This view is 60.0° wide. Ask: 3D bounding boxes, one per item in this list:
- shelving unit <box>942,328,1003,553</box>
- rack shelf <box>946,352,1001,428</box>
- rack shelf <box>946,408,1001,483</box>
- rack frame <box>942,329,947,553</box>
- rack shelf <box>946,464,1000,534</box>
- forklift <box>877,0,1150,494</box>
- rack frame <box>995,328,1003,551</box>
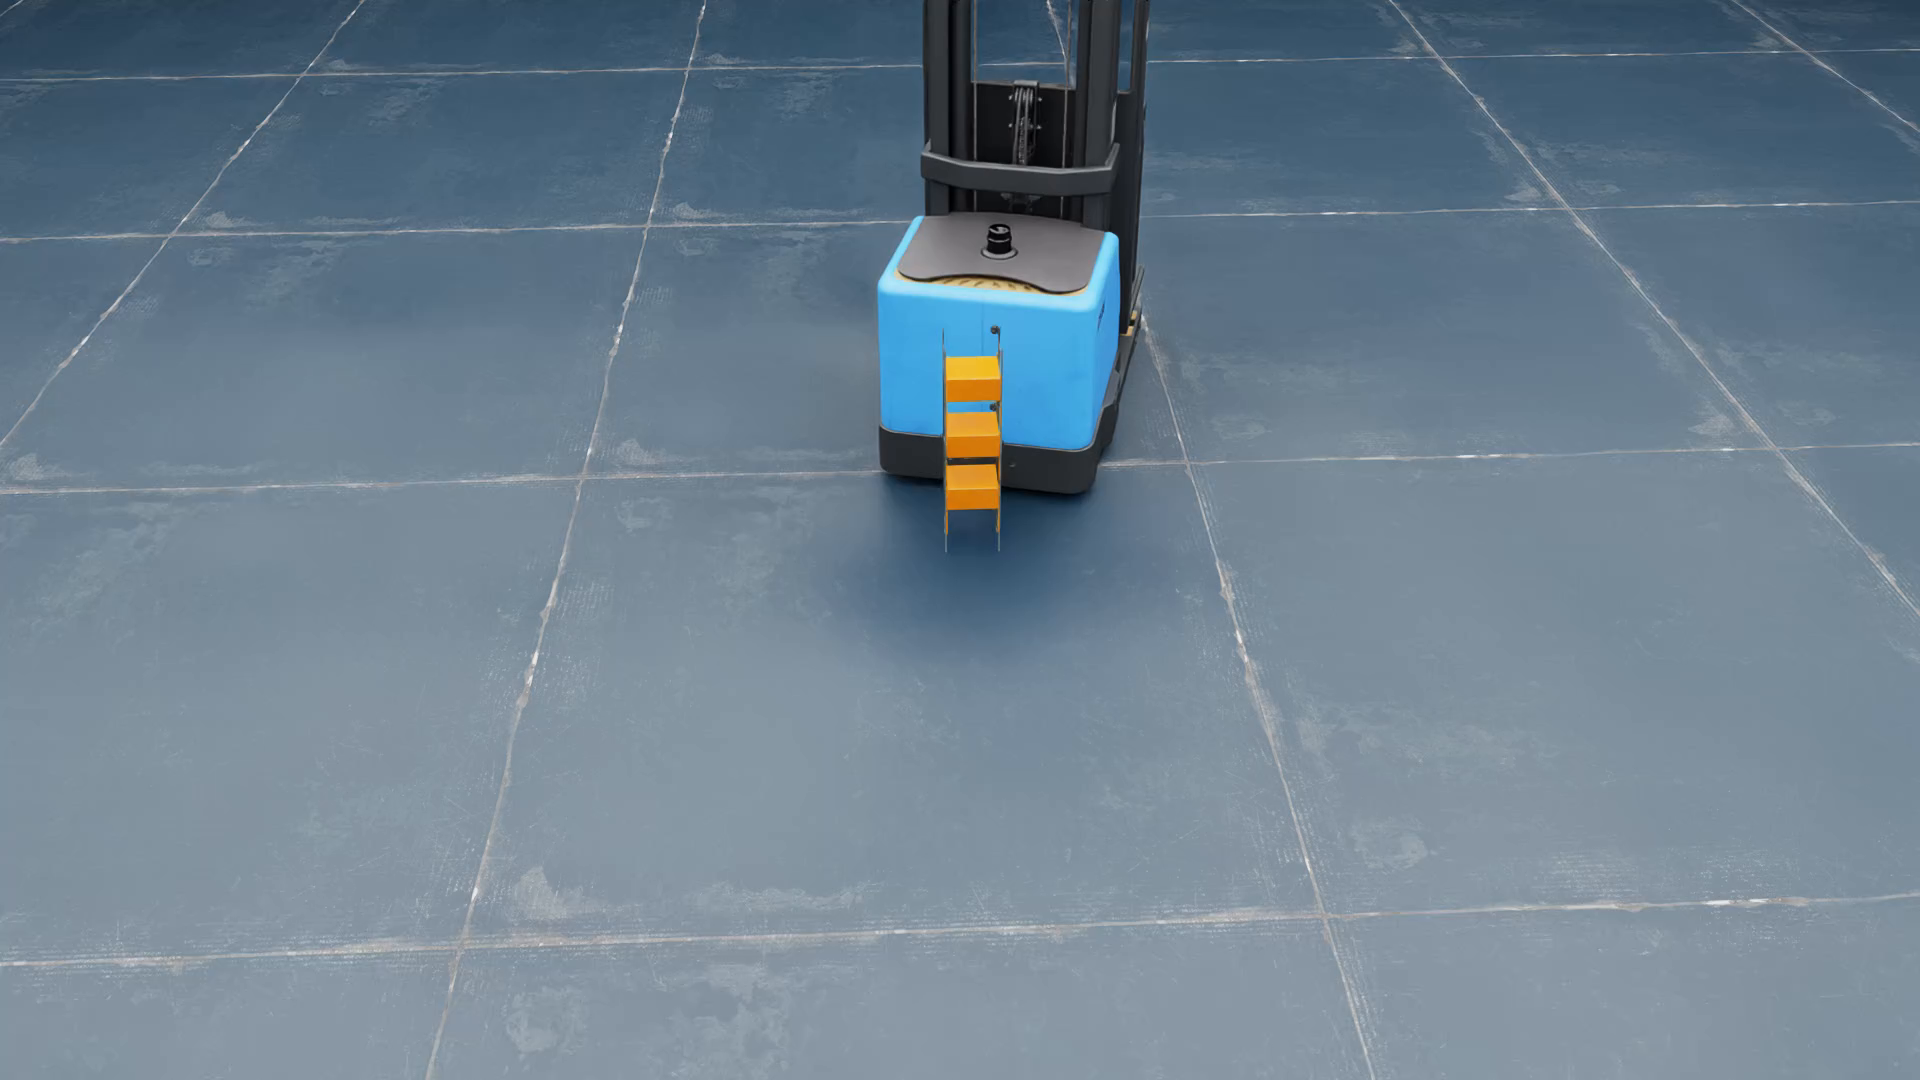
[{"bbox_3d":[0.053,-0.433,7.453,0.252,1.050,0.215,-2,35,-2],"label":"shelving unit"},{"bbox_3d":[0.053,-0.658,7.298,0.240,0.259,0.215,-2,35,-2],"label":"rack shelf"},{"bbox_3d":[0.053,-0.424,7.459,0.240,0.259,0.215,-2,35,-2],"label":"rack shelf"},{"bbox_3d":[-0.068,-0.430,7.449,0.008,1.050,0.200,-2,35,-2],"label":"rack frame"},{"bbox_3d":[0.053,-0.196,7.618,0.240,0.259,0.215,-2,35,-2],"label":"rack shelf"},{"bbox_3d":[0.412,-2.259,8.439,1.130,2.935,3.031,7,35,10],"label":"forklift"},{"bbox_3d":[0.175,-0.436,7.458,0.008,1.050,0.200,-2,35,-2],"label":"rack frame"}]
